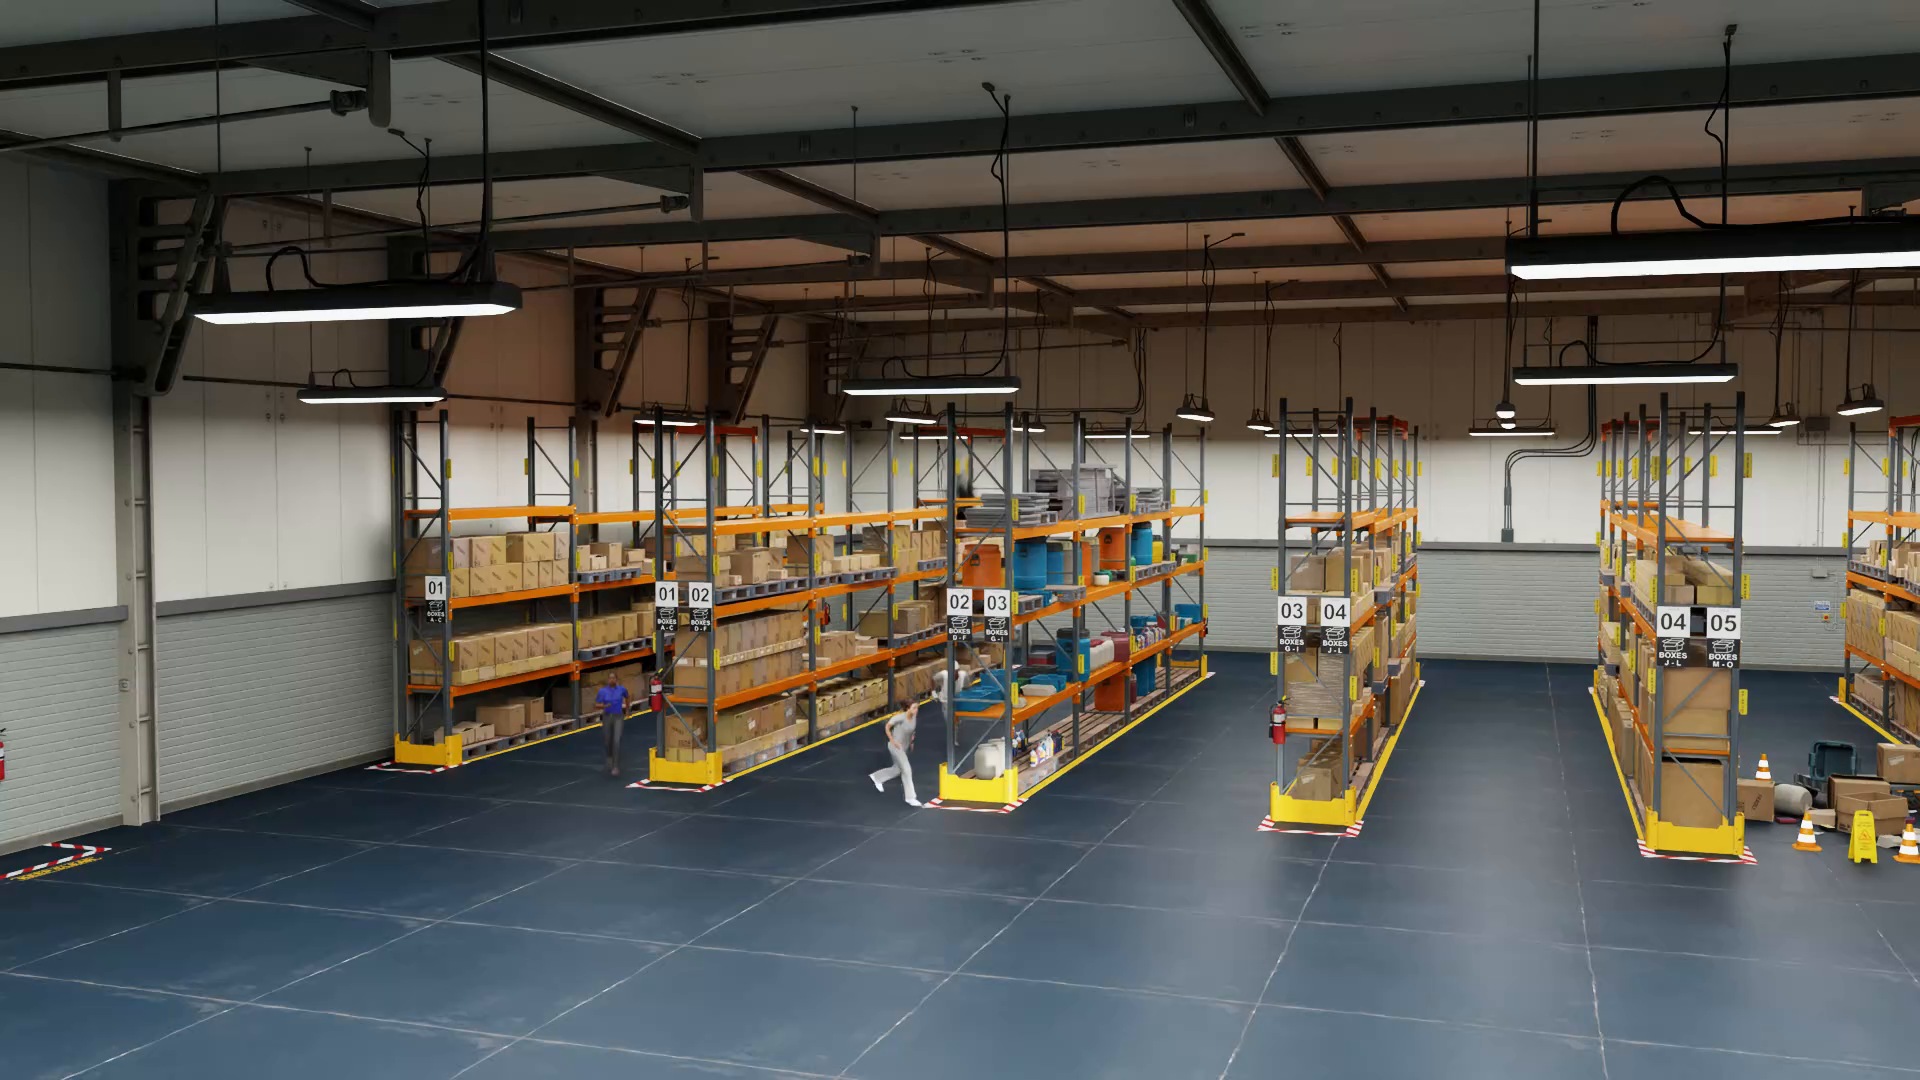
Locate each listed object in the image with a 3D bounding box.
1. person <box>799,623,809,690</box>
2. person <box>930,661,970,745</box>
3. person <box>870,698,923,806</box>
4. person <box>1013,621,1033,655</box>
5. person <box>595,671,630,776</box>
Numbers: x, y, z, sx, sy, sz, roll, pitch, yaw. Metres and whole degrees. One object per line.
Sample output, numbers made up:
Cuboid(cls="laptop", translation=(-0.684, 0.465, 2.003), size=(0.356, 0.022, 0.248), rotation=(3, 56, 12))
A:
Cuboid(cls="person", translation=(-3.426, 2.629, 36.428), size=(0.588, 1.625, 0.640), rotation=(0, 2, 10))
Cuboid(cls="person", translation=(-0.180, 2.932, 29.960), size=(0.711, 1.583, 0.871), rotation=(0, 2, -5))
Cuboid(cls="person", translation=(-0.986, 3.153, 24.915), size=(0.954, 1.625, 0.581), rotation=(2, 3, 42))
Cuboid(cls="person", translation=(1.617, 2.336, 43.284), size=(0.588, 1.697, 0.755), rotation=(-2, 3, -41))
Cuboid(cls="person", translation=(-5.707, 2.977, 27.318), size=(0.566, 1.663, 0.929), rotation=(0, 2, -11))
